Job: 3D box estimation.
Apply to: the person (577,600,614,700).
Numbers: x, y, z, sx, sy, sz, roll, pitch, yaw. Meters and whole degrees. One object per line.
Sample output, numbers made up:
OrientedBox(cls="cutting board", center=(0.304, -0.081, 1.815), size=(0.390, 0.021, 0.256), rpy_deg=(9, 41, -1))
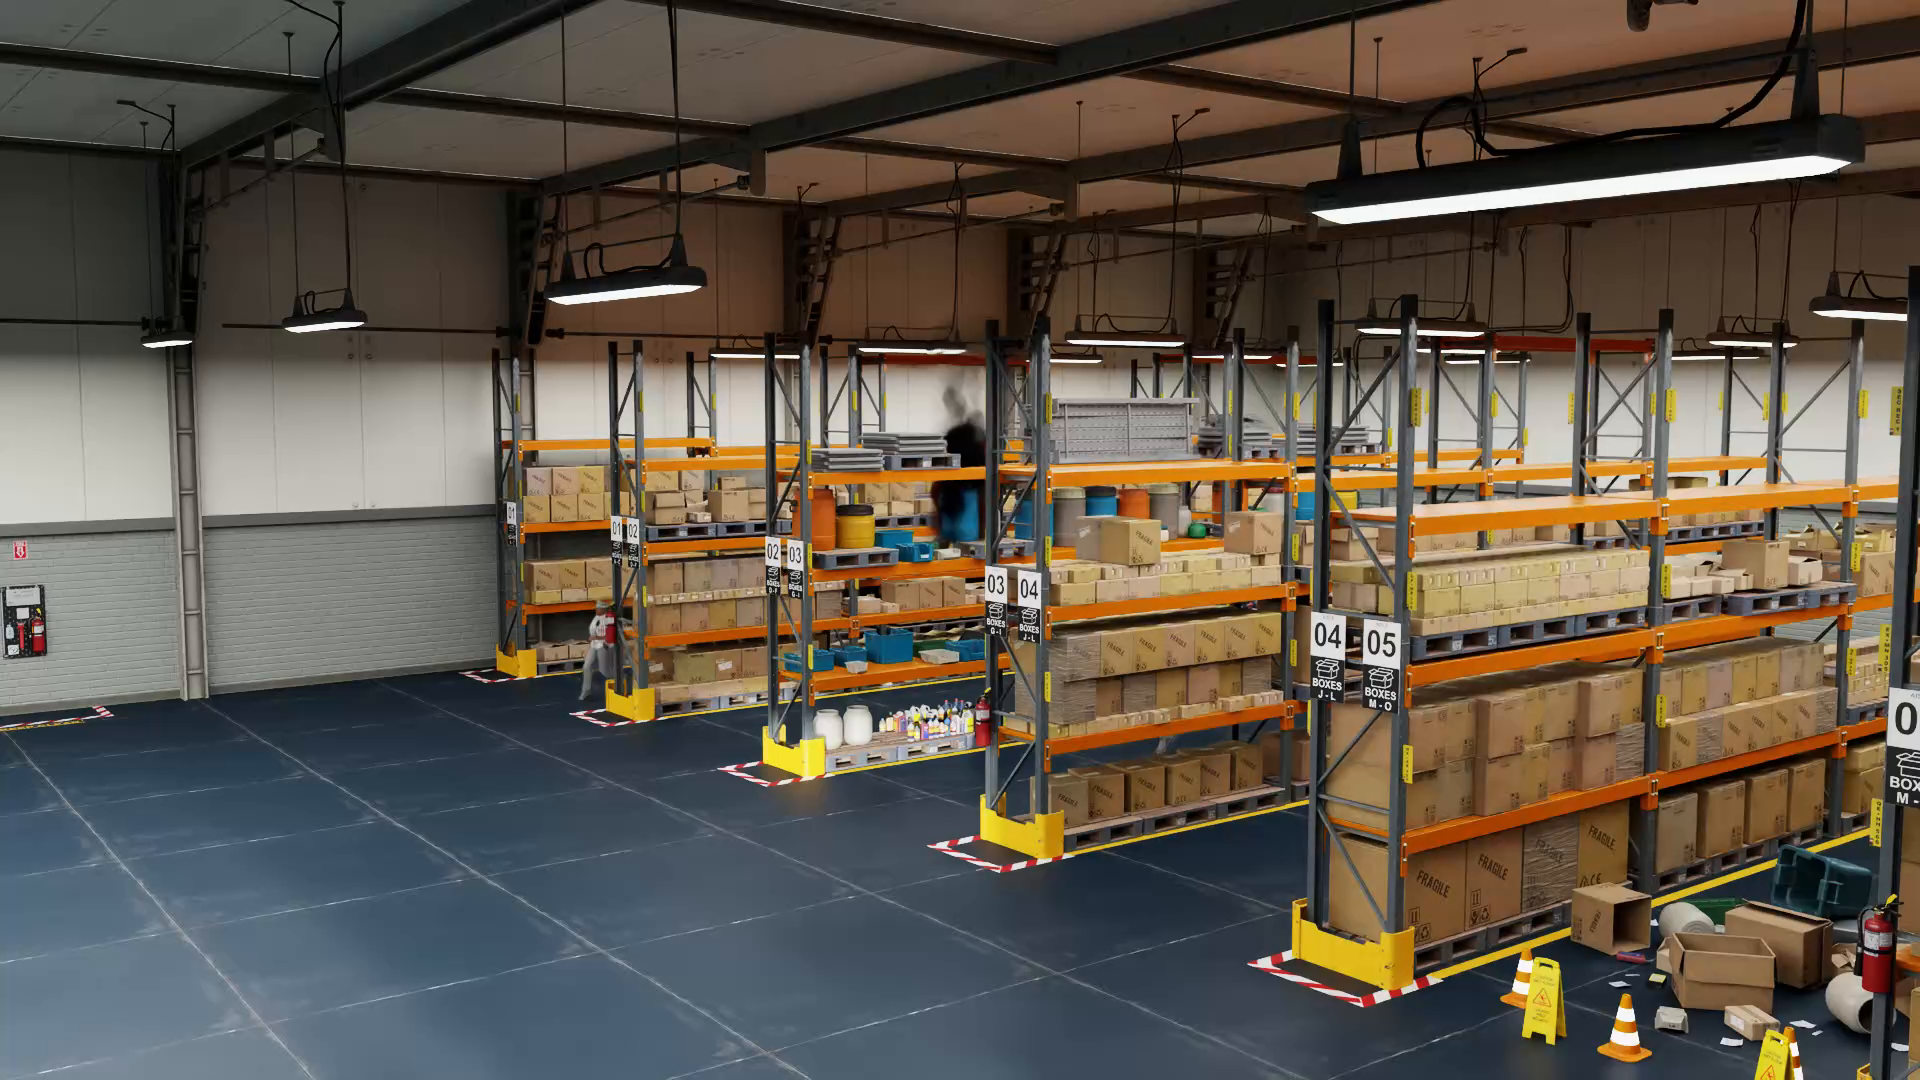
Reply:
OrientedBox(cls="person", center=(-6.059, 1.862, 28.229), size=(0.851, 1.729, 0.632), rpy_deg=(-5, 7, -43))

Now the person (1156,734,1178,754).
OrientedBox(cls="person", center=(2.849, 1.975, 23.082), size=(0.642, 1.865, 0.780), rpy_deg=(5, 7, 43))
